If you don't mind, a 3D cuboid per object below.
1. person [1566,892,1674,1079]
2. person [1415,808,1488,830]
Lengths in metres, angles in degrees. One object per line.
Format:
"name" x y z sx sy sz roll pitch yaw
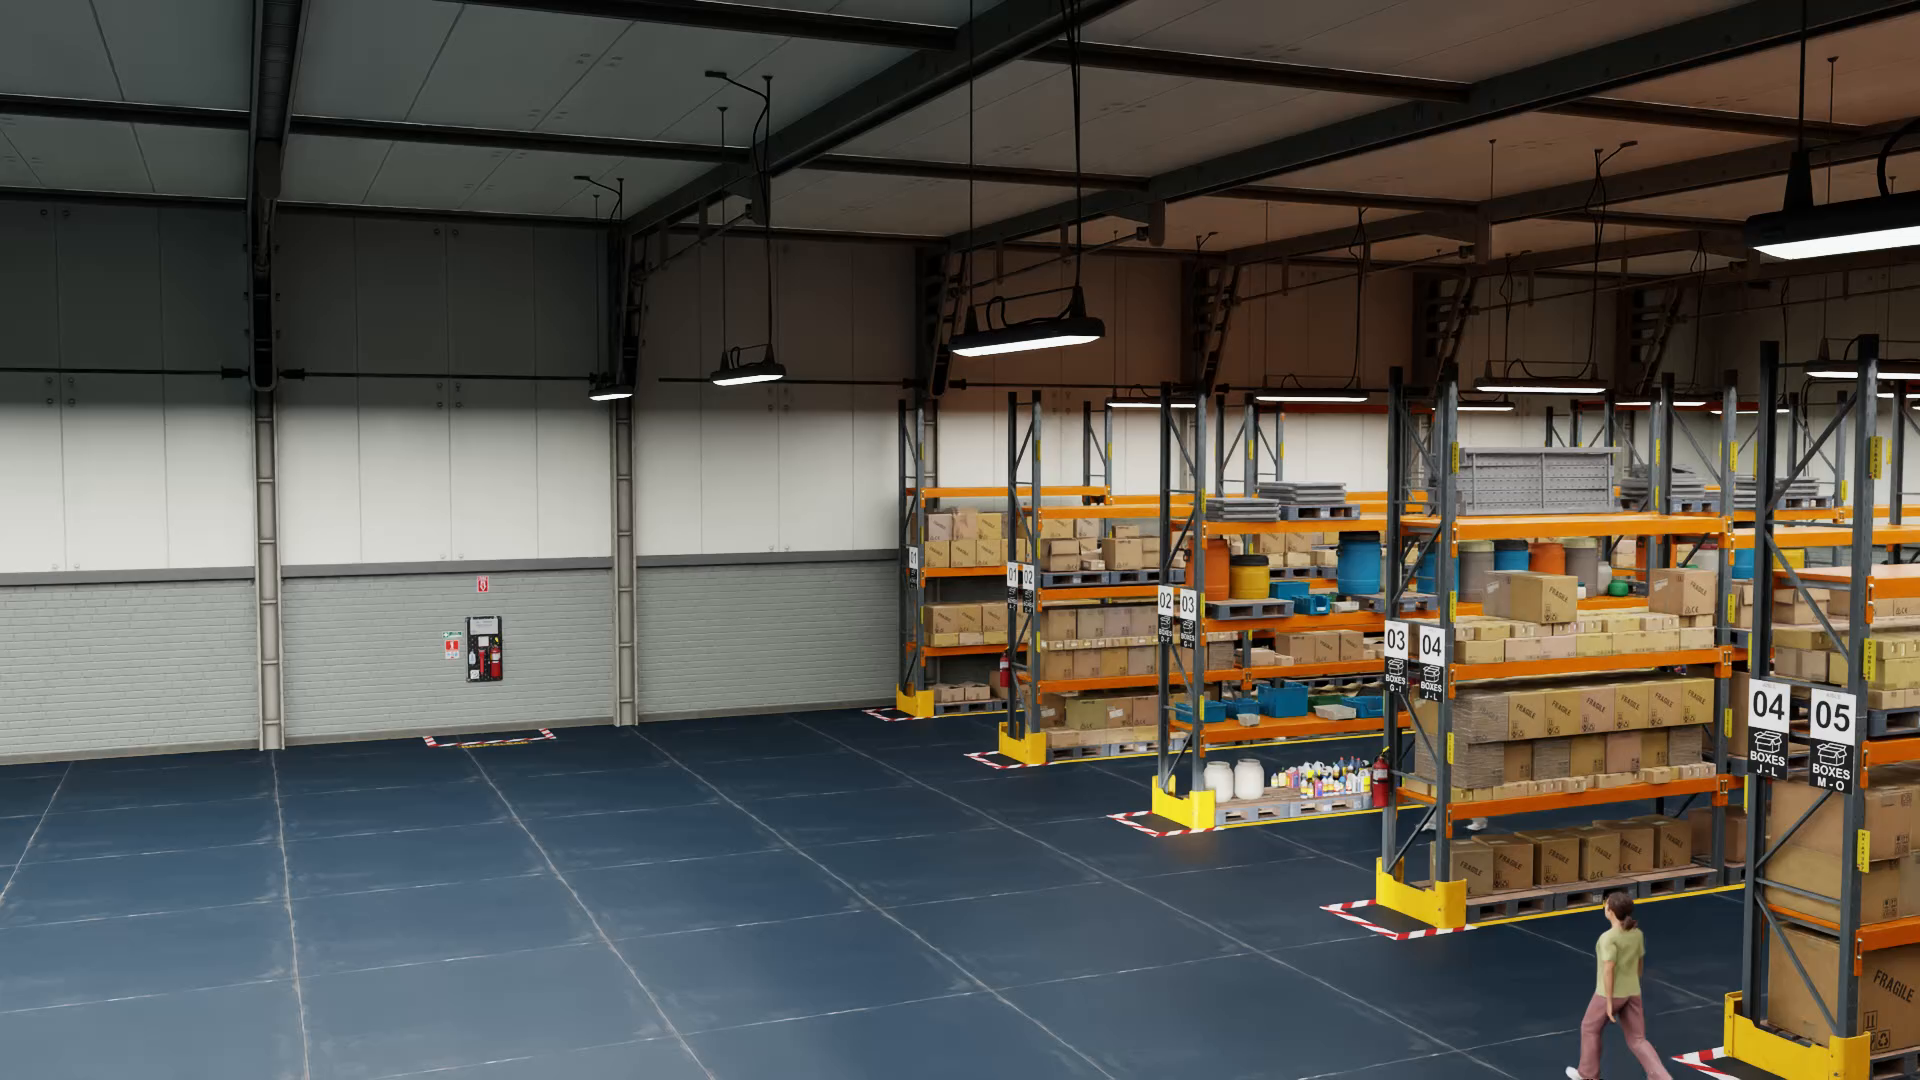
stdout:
"person" 5.184 3.576 13.020 0.445 1.627 1.002 -1 4 -23
"person" 6.528 3.042 21.999 0.986 1.613 0.430 -1 3 -13
